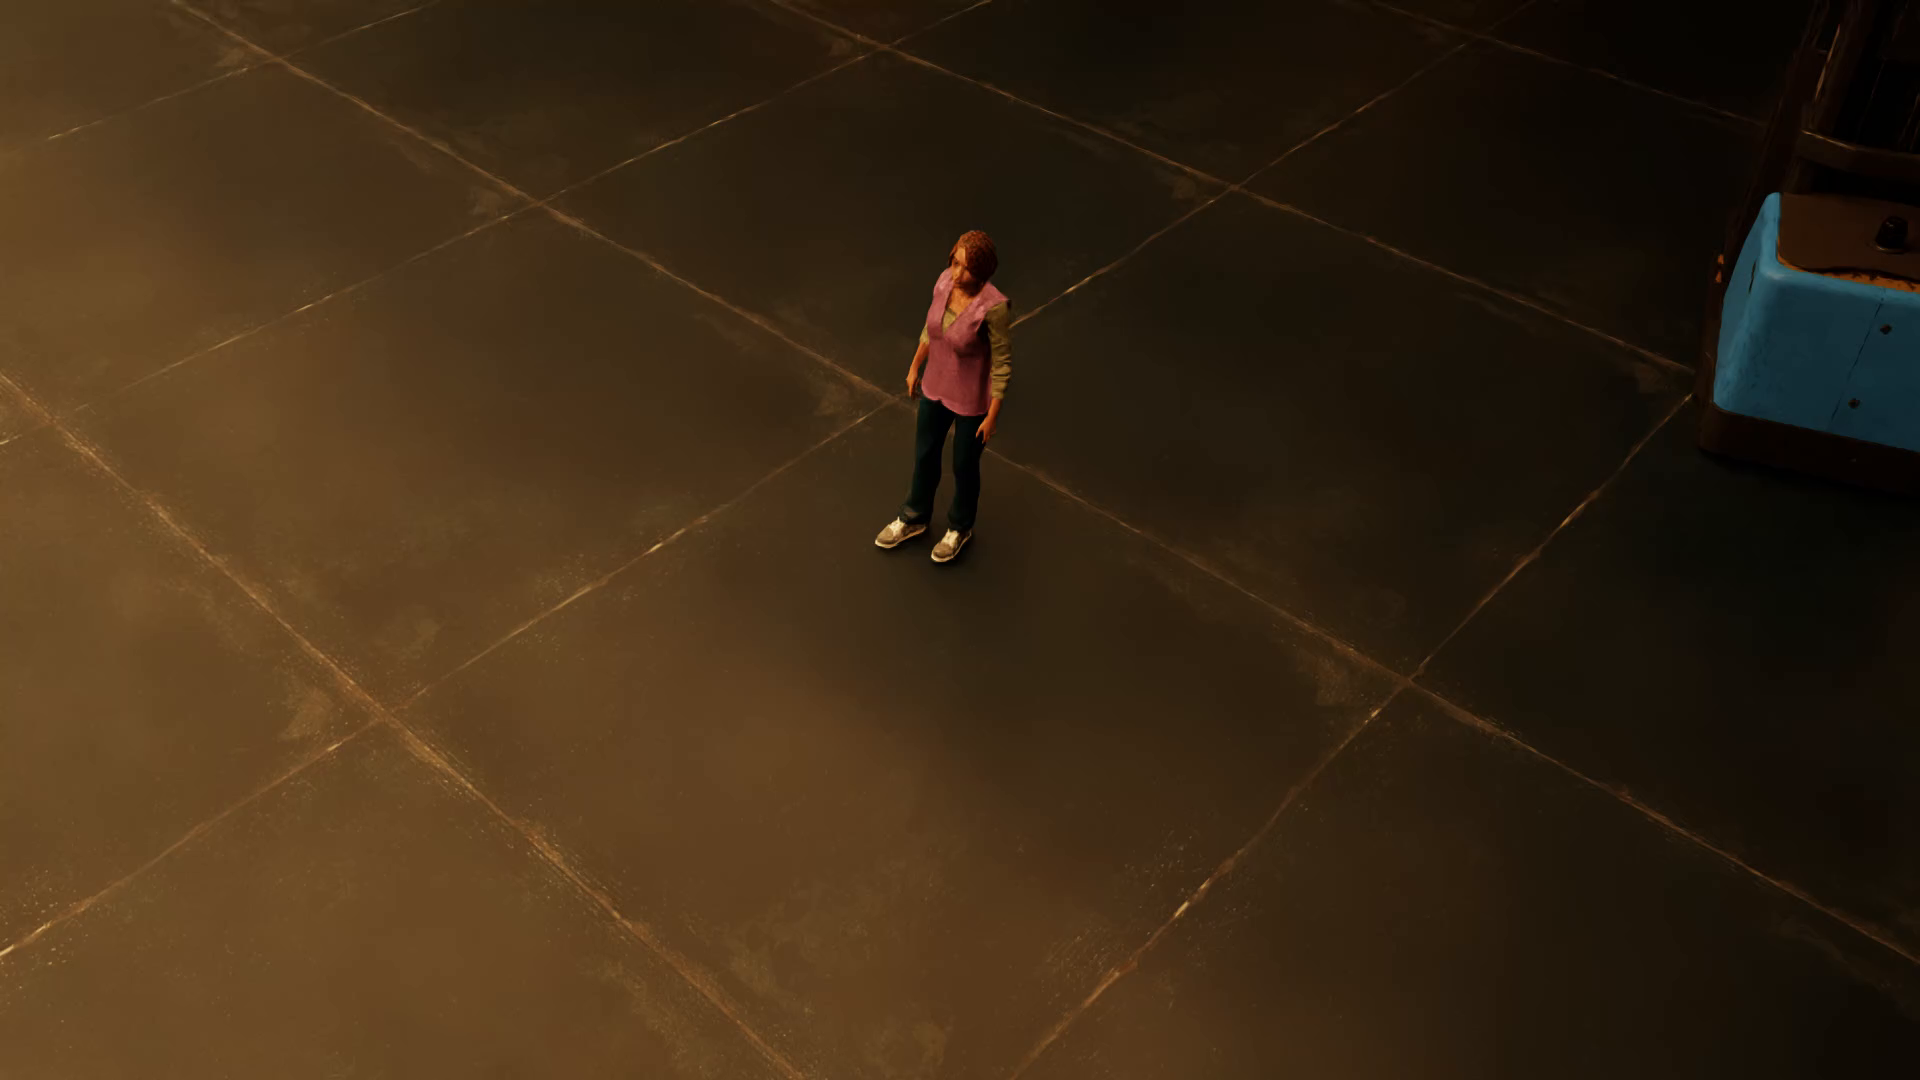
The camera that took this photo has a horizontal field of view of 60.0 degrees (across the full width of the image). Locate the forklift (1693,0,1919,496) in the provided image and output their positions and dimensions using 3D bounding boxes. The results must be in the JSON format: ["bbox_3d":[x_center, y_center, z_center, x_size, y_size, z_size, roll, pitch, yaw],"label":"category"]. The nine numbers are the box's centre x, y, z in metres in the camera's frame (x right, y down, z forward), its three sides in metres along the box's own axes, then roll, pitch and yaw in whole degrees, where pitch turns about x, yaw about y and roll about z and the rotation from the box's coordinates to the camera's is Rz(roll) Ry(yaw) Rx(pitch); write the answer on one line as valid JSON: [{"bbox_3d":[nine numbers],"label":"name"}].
[{"bbox_3d":[4.629,-2.282,8.088,1.130,2.935,3.031,15,43,17],"label":"forklift"}]

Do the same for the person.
[{"bbox_3d":[-0.060,-0.582,7.120,0.520,1.597,0.474,31,49,31],"label":"person"}]
